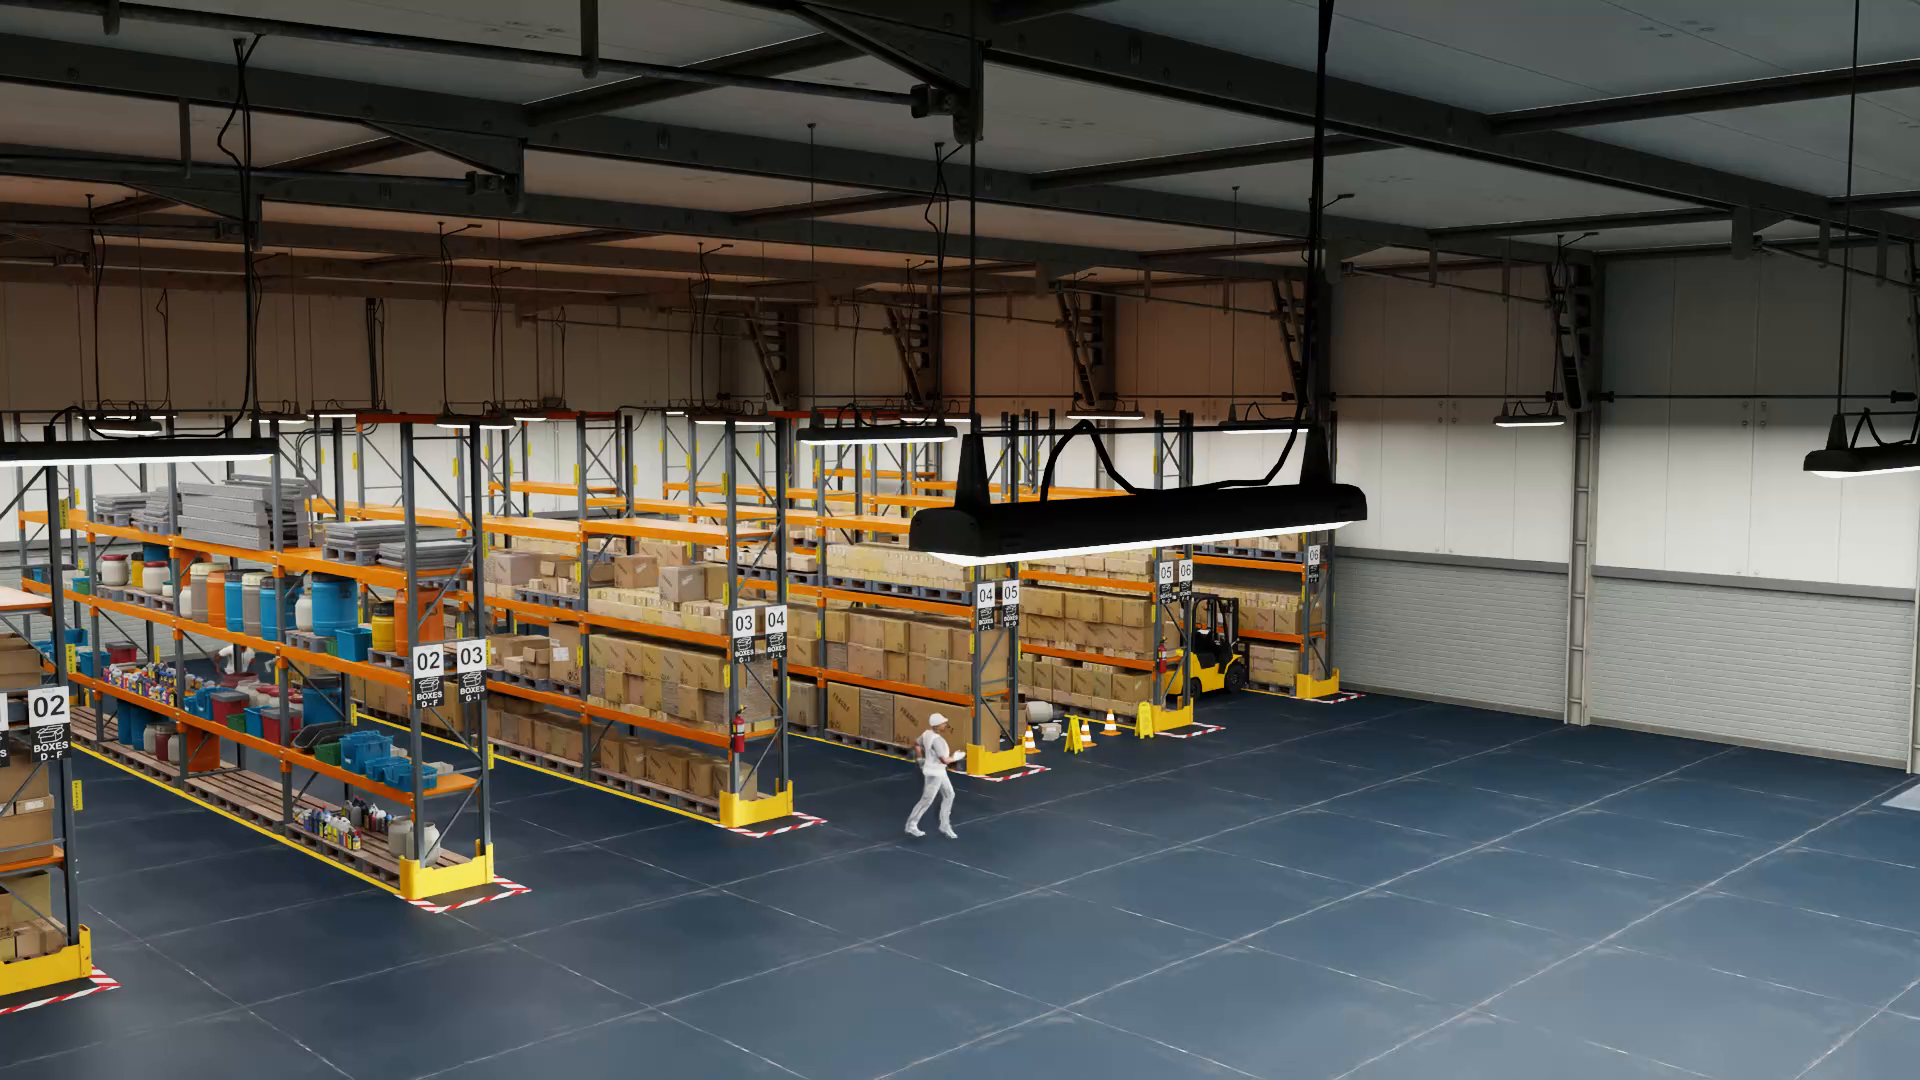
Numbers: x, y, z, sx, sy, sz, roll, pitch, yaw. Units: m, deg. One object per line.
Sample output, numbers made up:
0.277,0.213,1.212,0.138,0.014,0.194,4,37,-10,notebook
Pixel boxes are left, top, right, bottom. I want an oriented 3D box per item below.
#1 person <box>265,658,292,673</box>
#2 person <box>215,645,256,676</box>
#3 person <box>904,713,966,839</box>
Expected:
-15.186,2.354,37.388,0.977,1.486,0.620,1,5,14,person
-14.161,2.663,32.662,0.711,1.682,0.698,3,6,27,person
-0.359,3.380,23.704,0.878,1.842,0.641,0,5,-2,person
